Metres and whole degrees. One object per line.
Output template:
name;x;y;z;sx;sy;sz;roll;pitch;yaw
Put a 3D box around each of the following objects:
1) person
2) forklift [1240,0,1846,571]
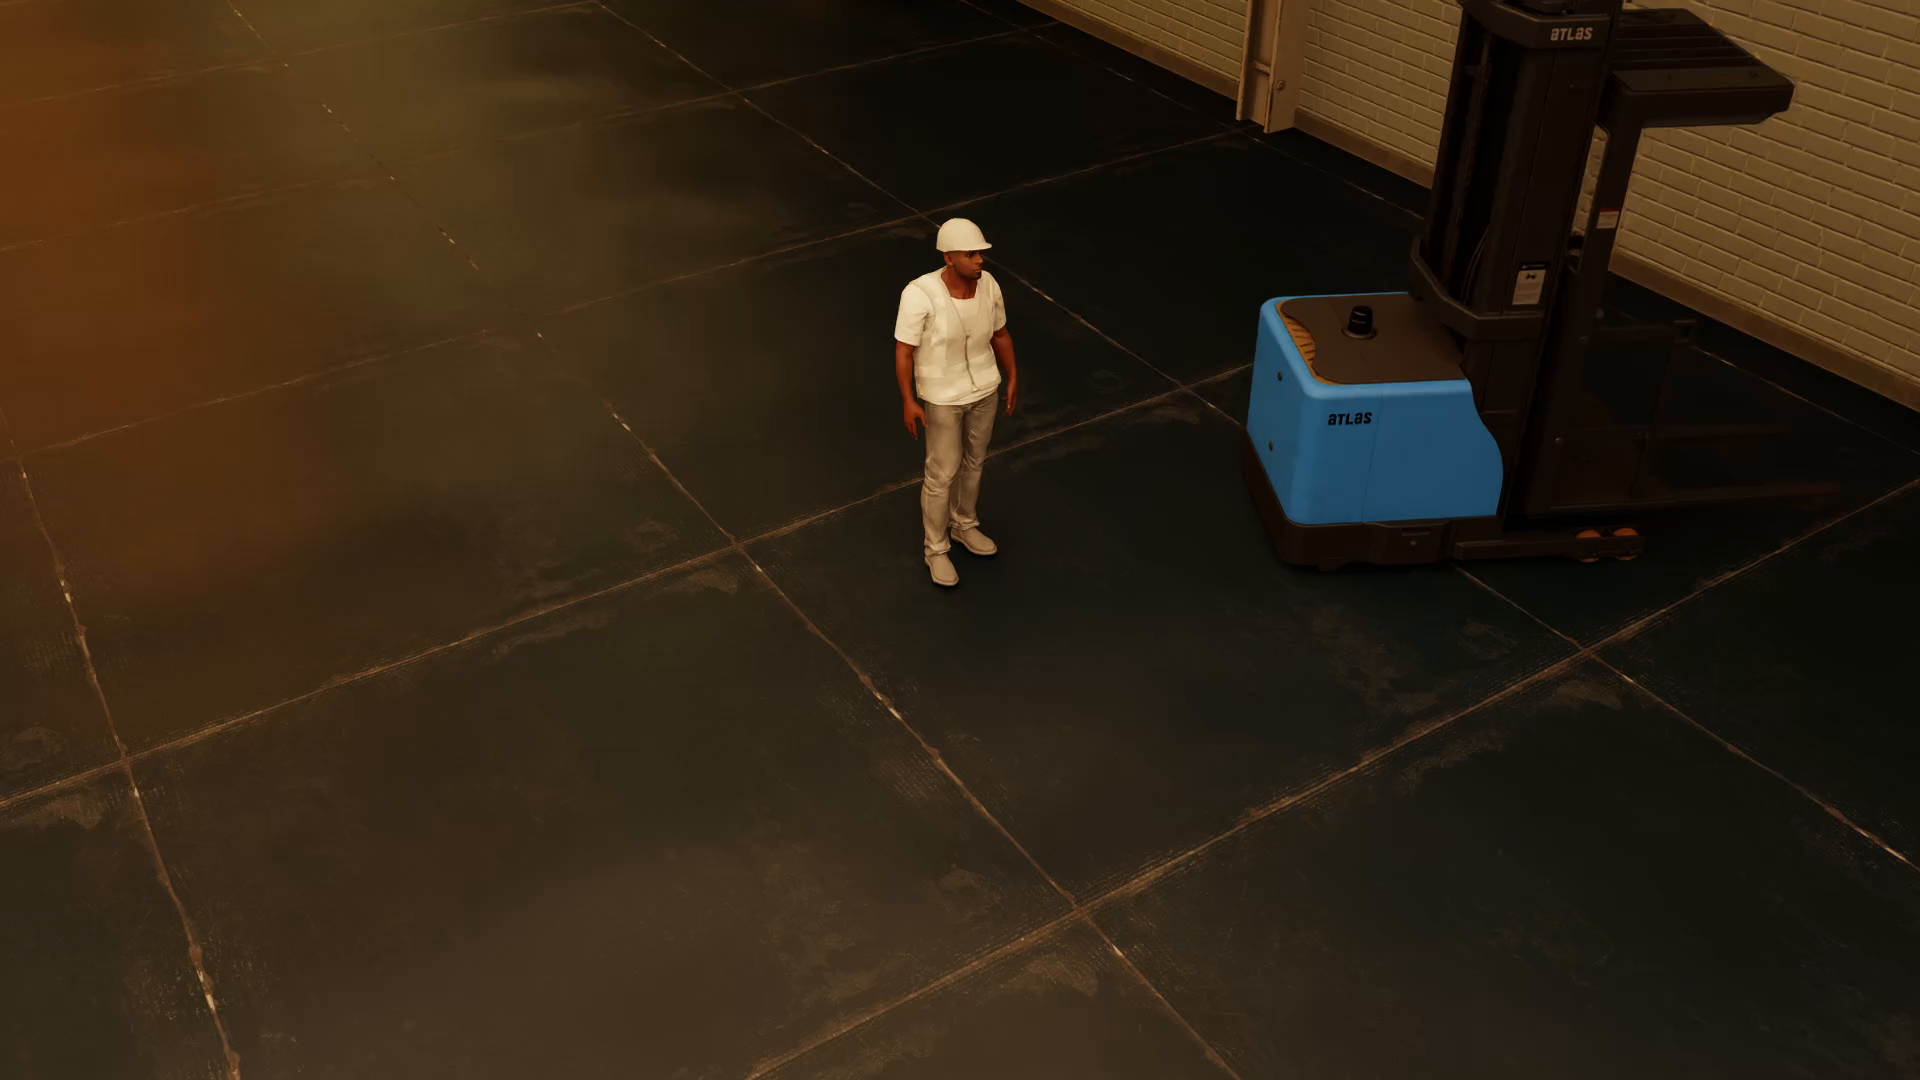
person;0.033;-0.693;8.135;0.665;1.766;0.576;-21;40;-27
forklift;3.089;-1.385;8.119;3.031;2.935;1.130;-3;35;-4
